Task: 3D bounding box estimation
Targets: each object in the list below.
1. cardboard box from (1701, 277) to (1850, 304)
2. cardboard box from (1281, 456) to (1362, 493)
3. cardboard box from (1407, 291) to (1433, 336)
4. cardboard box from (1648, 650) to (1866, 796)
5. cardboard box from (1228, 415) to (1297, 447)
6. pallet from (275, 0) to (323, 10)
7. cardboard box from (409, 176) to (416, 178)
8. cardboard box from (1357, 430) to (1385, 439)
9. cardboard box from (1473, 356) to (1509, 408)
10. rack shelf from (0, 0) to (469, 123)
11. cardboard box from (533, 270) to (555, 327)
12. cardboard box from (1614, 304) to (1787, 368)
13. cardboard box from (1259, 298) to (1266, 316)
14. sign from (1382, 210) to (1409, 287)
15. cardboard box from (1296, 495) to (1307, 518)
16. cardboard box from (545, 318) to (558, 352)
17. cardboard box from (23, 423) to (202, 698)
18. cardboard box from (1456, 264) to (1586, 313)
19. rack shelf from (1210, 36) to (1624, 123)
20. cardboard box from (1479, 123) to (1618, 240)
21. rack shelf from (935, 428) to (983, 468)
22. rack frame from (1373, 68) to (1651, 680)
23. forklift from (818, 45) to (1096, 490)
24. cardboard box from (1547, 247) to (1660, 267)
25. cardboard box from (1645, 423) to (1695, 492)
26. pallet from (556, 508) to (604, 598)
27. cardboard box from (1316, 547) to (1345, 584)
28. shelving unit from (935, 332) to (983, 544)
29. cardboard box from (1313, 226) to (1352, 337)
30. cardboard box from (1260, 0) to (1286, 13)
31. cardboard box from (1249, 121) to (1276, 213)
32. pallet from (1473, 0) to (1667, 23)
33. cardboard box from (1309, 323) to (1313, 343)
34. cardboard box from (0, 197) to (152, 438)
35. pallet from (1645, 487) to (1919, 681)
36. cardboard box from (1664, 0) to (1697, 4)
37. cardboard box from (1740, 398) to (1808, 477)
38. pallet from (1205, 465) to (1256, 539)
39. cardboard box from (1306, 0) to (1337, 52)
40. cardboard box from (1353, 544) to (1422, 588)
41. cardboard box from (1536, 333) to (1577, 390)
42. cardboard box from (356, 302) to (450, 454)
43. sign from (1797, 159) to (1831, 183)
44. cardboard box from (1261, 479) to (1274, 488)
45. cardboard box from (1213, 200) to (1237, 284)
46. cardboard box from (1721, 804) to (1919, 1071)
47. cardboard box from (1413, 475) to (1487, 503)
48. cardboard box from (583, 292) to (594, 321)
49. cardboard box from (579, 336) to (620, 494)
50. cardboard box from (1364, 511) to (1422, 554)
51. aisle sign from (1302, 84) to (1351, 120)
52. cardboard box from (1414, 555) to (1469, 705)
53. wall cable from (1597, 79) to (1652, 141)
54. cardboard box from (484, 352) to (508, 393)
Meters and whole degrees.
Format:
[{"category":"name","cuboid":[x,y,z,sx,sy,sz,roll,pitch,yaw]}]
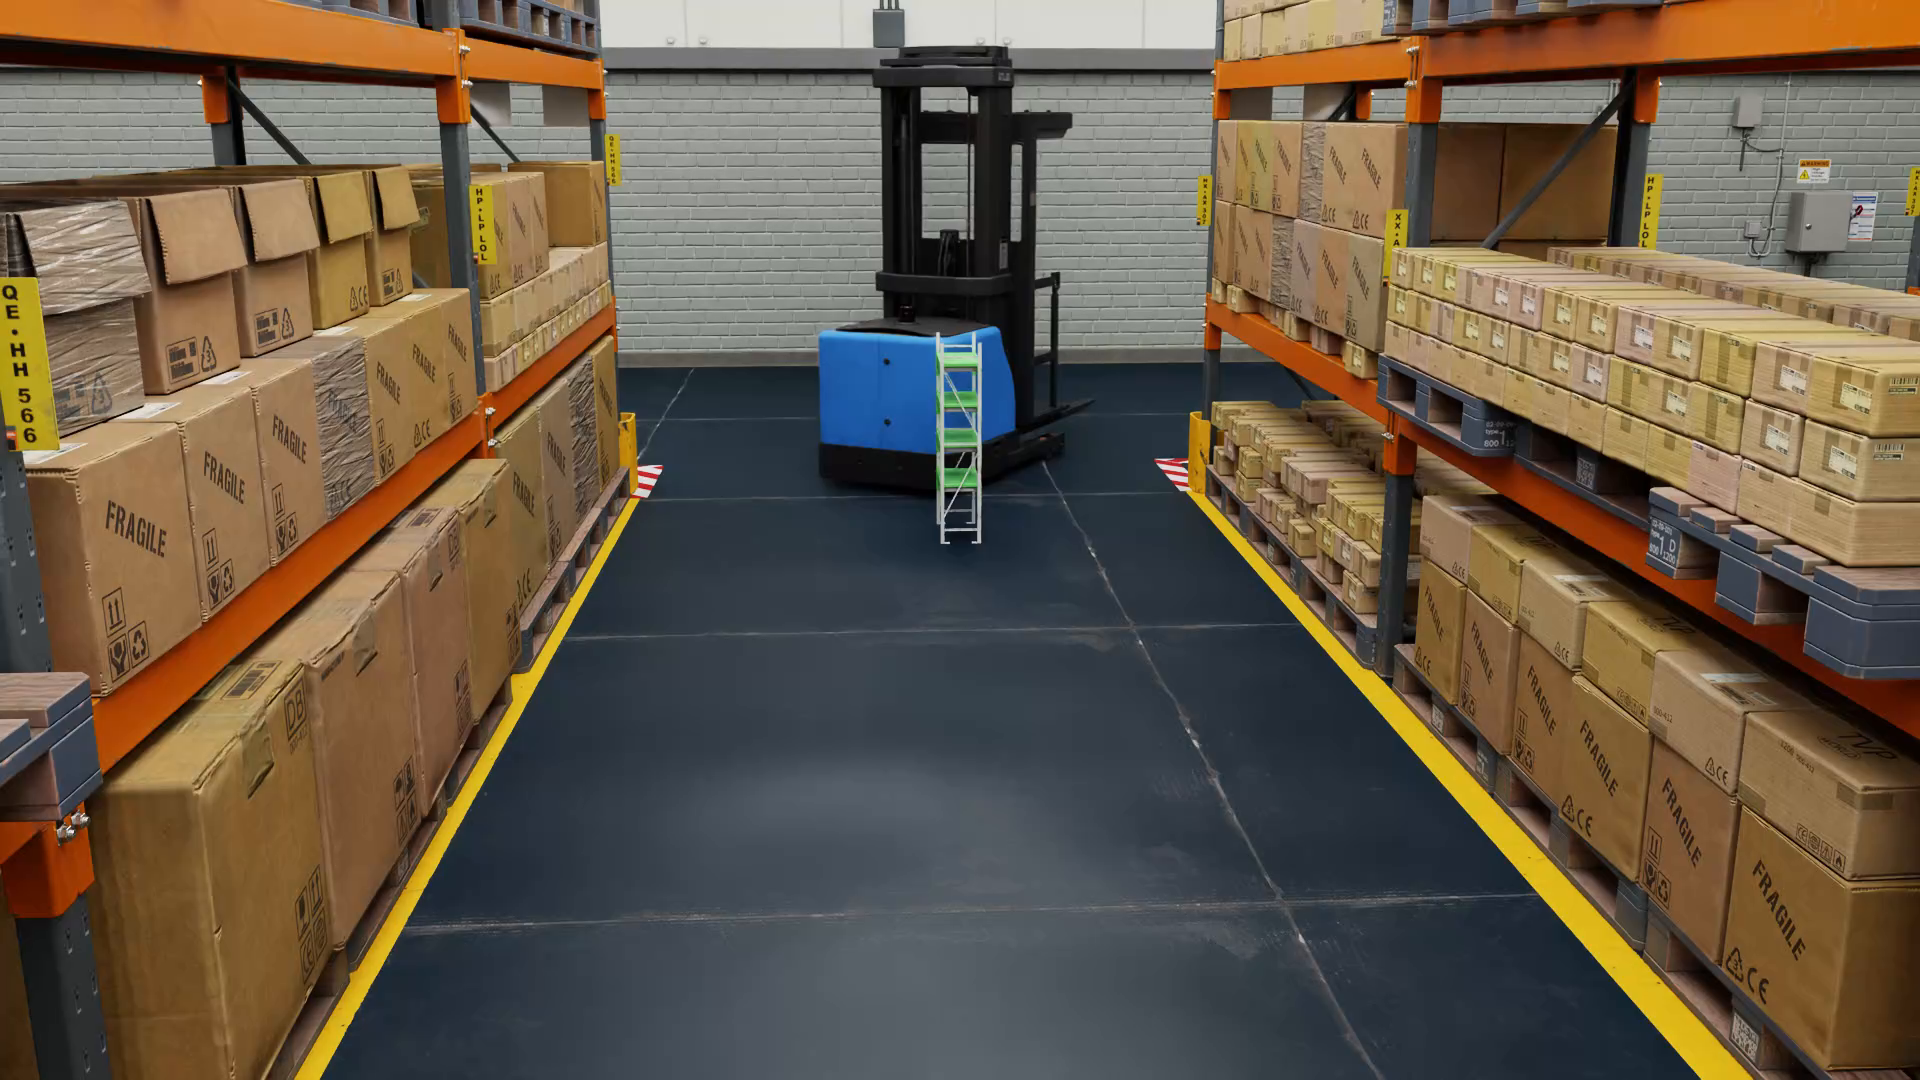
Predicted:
[{"category":"cardboard box","cuboid":[2.709,-0.789,5.541,0.380,0.149,0.250,-2,15,-6]},{"category":"cardboard box","cuboid":[1.974,-0.359,9.086,0.380,0.149,0.250,-1,14,-5]},{"category":"cardboard box","cuboid":[1.993,-0.897,6.555,0.380,0.149,0.250,-1,14,-5]},{"category":"cardboard box","cuboid":[2.311,0.507,4.704,0.500,0.250,0.500,-1,14,-3]},{"category":"cardboard box","cuboid":[1.880,-0.679,10.330,0.380,0.149,0.250,-1,14,-4]},{"category":"pallet","cuboid":[-2.464,-1.593,4.556,1.003,0.211,1.213,0,14,-1]},{"category":"cardboard box","cuboid":[-2.869,-1.458,7.873,0.500,0.500,0.500,-1,14,-3]},{"category":"cardboard box","cuboid":[2.574,-0.561,9.872,0.380,0.149,0.250,0,14,-1]},{"category":"cardboard box","cuboid":[2.040,-0.560,5.845,0.380,0.149,0.250,-2,15,-6]},{"category":"rack shelf","cuboid":[-2.423,-1.396,4.855,1.077,0.370,4.000,-1,14,-3]},{"category":"cardboard box","cuboid":[-2.378,-1.234,8.505,0.500,0.250,0.500,-1,14,-2]},{"category":"cardboard box","cuboid":[2.111,-0.584,4.744,0.380,0.149,0.250,-1,14,-3]},{"category":"cardboard box","cuboid":[2.028,-1.435,10.088,0.380,0.149,0.250,0,14,-1]},{"category":"sign","cuboid":[1.869,-1.249,7.124,0.100,0.325,0.005,-1,14,-3]},{"category":"cardboard box","cuboid":[2.060,-0.208,9.096,0.380,0.149,0.250,-2,15,-6]},{"category":"cardboard box","cuboid":[-2.314,-1.068,8.662,0.380,0.149,0.250,-1,14,-3]},{"category":"cardboard box","cuboid":[-2.058,0.032,3.680,0.500,0.500,0.500,0,14,-2]},{"category":"cardboard box","cuboid":[2.025,-0.910,6.010,0.380,0.149,0.250,-1,14,-4]},{"category":"rack shelf","cuboid":[2.286,-2.442,8.921,1.077,0.370,4.000,-1,14,-3]},{"category":"cardboard box","cuboid":[2.625,-1.633,7.549,0.500,0.500,0.500,-1,14,-2]},{"category":"rack shelf","cuboid":[-0.010,-0.560,10.053,0.258,0.148,0.480,-1,14,-3]},{"category":"rack frame","cuboid":[2.410,-0.840,7.272,1.000,3.000,0.127,-1,14,-3]},{"category":"forklift","cuboid":[0.139,-2.062,12.160,1.130,2.935,3.031,7,16,26]},{"category":"cardboard box","cuboid":[2.629,-1.113,6.801,0.380,0.149,0.250,0,14,-1]},{"category":"cardboard box","cuboid":[2.126,-0.231,4.564,0.380,0.149,0.250,-1,14,-4]},{"category":"pallet","cuboid":[-2.595,0.067,9.342,1.003,0.211,1.213,-1,14,-3]},{"category":"cardboard box","cuboid":[2.032,0.114,8.442,0.380,0.149,0.250,-1,14,-5]},{"category":"shelving unit","cuboid":[-0.010,-0.622,10.037,0.258,1.200,0.503,-1,14,-3]},{"category":"cardboard box","cuboid":[2.067,-1.278,8.175,0.500,0.500,0.500,-1,14,-5]},{"category":"cardboard box","cuboid":[1.982,-3.088,9.288,0.500,0.250,0.500,-1,14,-3]},{"category":"cardboard box","cuboid":[1.972,-2.141,9.523,0.500,0.500,0.500,-1,14,-5]},{"category":"pallet","cuboid":[2.409,-1.789,5.316,1.213,0.211,1.003,-1,14,-3]},{"category":"cardboard box","cuboid":[2.076,-1.112,8.831,0.380,0.149,0.250,-1,14,-4]},{"category":"cardboard box","cuboid":[-2.328,-0.510,3.776,0.797,0.503,0.637,0,14,-2]},{"category":"pallet","cuboid":[2.507,0.072,4.112,1.213,0.211,1.003,-1,14,-3]},{"category":"cardboard box","cuboid":[2.298,-1.733,4.522,0.500,0.500,0.500,-1,14,-3]},{"category":"cardboard box","cuboid":[2.154,-0.253,4.056,0.380,0.149,0.250,0,14,-1]},{"category":"pallet","cuboid":[2.182,-0.263,10.625,1.003,0.211,1.213,-1,14,-3]},{"category":"cardboard box","cuboid":[2.058,-2.589,8.350,0.500,0.250,0.500,-1,14,-4]},{"category":"cardboard box","cuboid":[2.073,0.120,7.824,0.380,0.149,0.250,-1,14,-2]},{"category":"cardboard box","cuboid":[2.074,-0.572,5.294,0.380,0.149,0.250,-1,14,-5]},{"category":"cardboard box","cuboid":[-2.222,-0.602,6.146,0.500,0.500,0.500,0,14,-2]},{"category":"sign","cuboid":[8.761,-3.785,17.061,0.339,0.242,0.001,-1,14,-3]},{"category":"cardboard box","cuboid":[2.012,-0.270,9.934,0.380,0.149,0.250,-1,14,-3]},{"category":"cardboard box","cuboid":[1.914,-1.912,10.639,0.500,0.500,0.500,0,14,-1]},{"category":"cardboard box","cuboid":[2.356,1.002,4.285,0.500,0.500,0.500,-1,14,-4]},{"category":"cardboard box","cuboid":[2.533,-0.236,8.608,0.380,0.149,0.250,-1,14,-5]},{"category":"cardboard box","cuboid":[-2.397,-1.389,9.909,0.380,0.149,0.250,-1,14,-2]},{"category":"cardboard box","cuboid":[-2.675,-0.800,10.537,0.875,0.875,0.875,-1,14,-3]},{"category":"cardboard box","cuboid":[2.128,-0.036,7.829,0.380,0.149,0.250,0,14,-2]},{"category":"aisle sign","cuboid":[2.457,-3.117,10.903,0.394,0.787,0.004,-1,14,-3]},{"category":"cardboard box","cuboid":[2.191,0.355,6.801,0.500,0.500,0.500,0,14,-1]},{"category":"wall cable","cuboid":[6.723,-3.846,16.852,0.585,1.953,0.123,-1,14,-3]},{"category":"cardboard box","cuboid":[-2.233,-0.746,7.410,0.380,0.149,0.250,-1,14,-3]}]
